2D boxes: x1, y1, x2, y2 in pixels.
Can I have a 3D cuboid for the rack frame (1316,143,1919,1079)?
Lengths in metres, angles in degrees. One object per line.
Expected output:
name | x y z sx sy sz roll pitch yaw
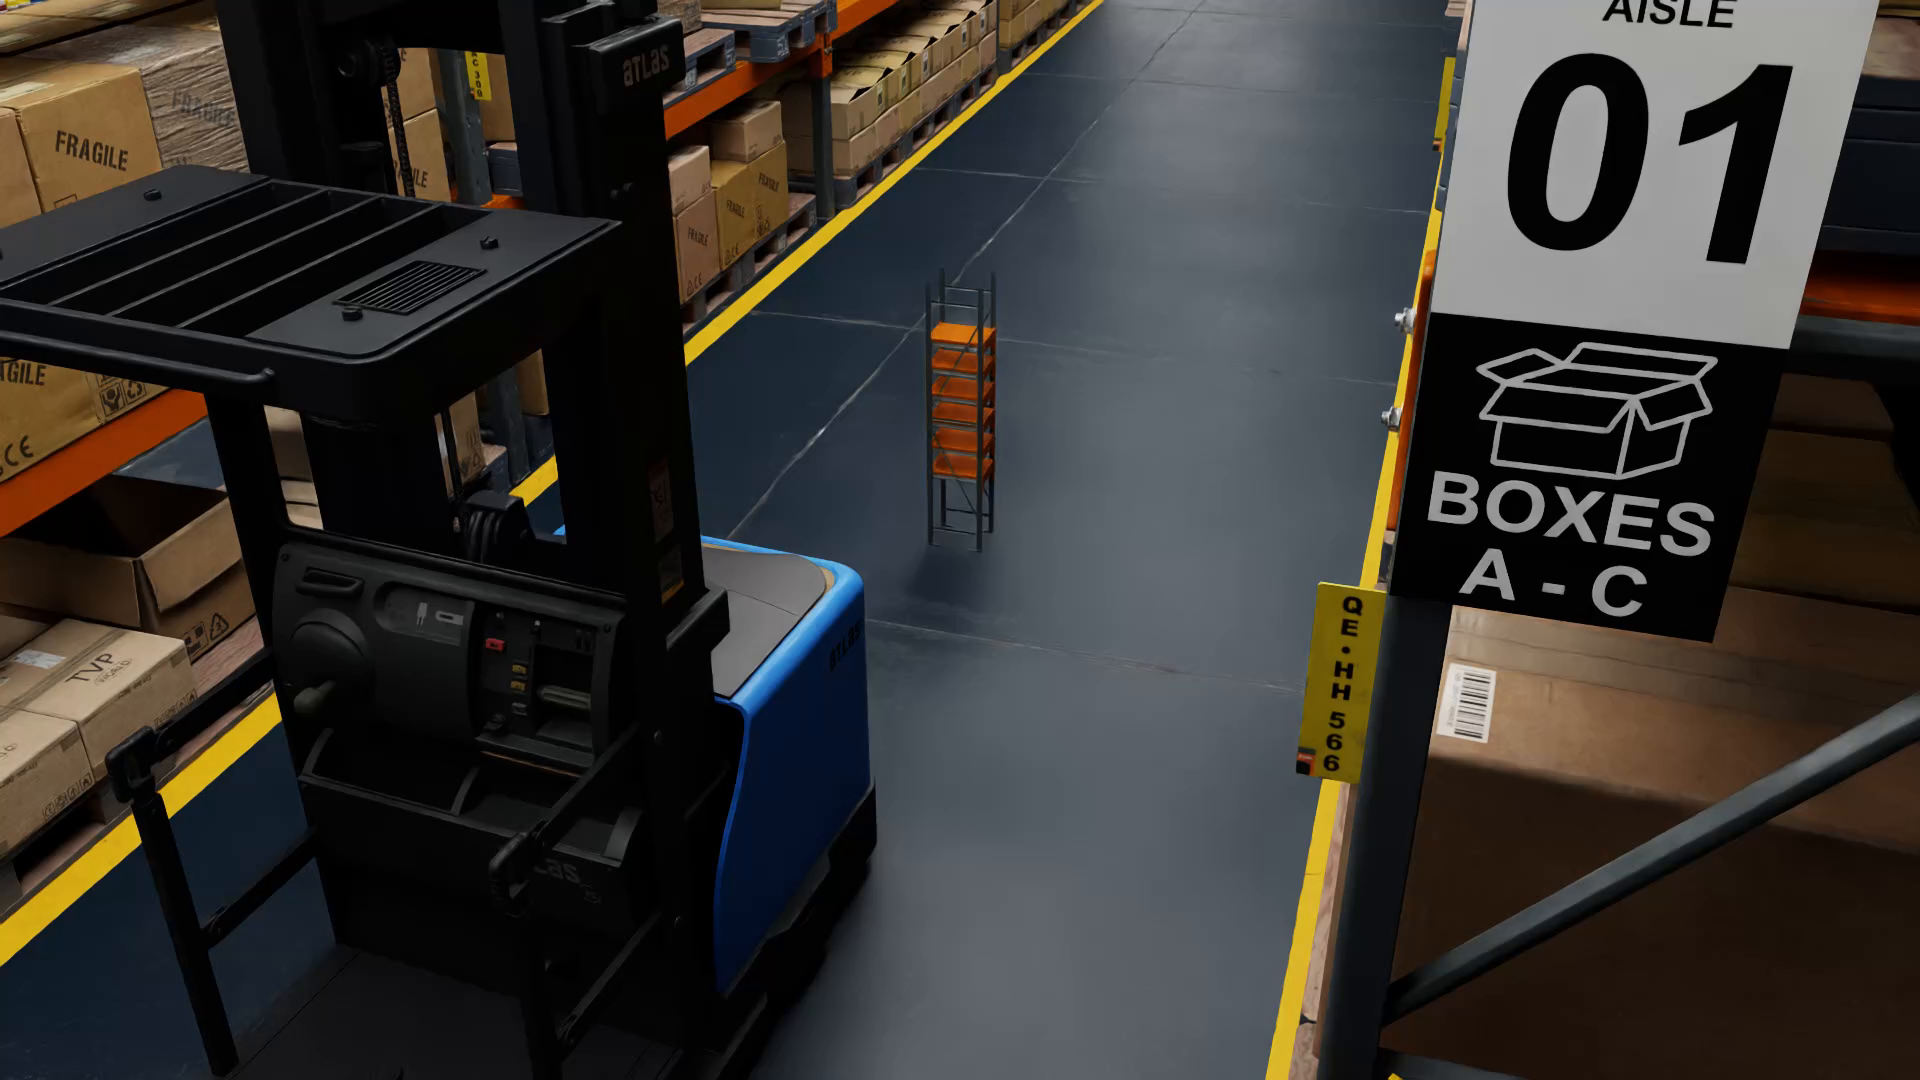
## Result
rack frame | 1.056 0.901 2.545 1.000 3.000 0.127 8 30 15

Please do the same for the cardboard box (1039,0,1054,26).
cardboard box | 0.571 -4.998 15.546 0.500 0.250 0.500 8 30 15

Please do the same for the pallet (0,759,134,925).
pallet | -3.425 1.008 5.220 1.003 0.211 1.213 8 30 15

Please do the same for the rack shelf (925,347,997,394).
rack shelf | 0.004 -0.702 6.875 0.258 0.103 0.180 8 30 15

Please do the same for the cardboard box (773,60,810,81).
cardboard box | -1.267 -3.270 11.862 0.500 0.311 0.500 8 30 14

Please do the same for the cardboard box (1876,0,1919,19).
cardboard box | 1.505 -0.876 2.273 0.500 0.250 0.500 10 31 17

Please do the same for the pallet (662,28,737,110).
pallet | -1.898 -2.534 8.917 1.003 0.211 1.213 8 30 15

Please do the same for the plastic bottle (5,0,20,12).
plastic bottle | -6.067 -3.465 10.598 0.097 0.201 0.097 0 29 0

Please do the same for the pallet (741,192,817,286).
pallet | -1.587 -1.962 10.560 1.003 0.211 1.213 8 30 15

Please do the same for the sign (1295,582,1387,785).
sign | 0.542 0.207 2.357 0.100 0.325 0.005 8 30 15

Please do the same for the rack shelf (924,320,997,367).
rack shelf | 0.004 -0.807 6.817 0.258 0.103 0.180 8 30 15

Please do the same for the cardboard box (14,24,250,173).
cardboard box | -2.703 -1.399 5.548 0.500 0.500 0.500 9 30 15

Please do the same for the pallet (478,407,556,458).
pallet | -2.303 -0.828 8.521 1.003 0.211 1.213 8 30 15

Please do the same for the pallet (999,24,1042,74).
pallet | 0.116 -4.526 15.169 1.003 0.211 1.213 8 30 15

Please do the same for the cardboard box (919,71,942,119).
cardboard box | -0.453 -3.420 12.709 0.500 0.250 0.500 9 30 16

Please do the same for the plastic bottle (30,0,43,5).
plastic bottle | -6.010 -3.586 10.744 0.097 0.271 0.097 0 29 0

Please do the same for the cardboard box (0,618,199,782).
cardboard box | -2.956 0.528 5.591 0.500 0.250 0.500 8 30 15

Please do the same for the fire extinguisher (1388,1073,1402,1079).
fire extinguisher | 0.571 1.102 2.647 0.296 0.674 0.183 8 30 15

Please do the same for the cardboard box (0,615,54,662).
cardboard box | -3.449 0.480 5.677 0.500 0.250 0.500 8 30 15

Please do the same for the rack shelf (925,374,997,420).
rack shelf | 0.004 -0.597 6.934 0.258 0.103 0.180 8 30 15

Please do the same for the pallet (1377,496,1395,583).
pallet | 2.385 -0.109 7.228 1.003 0.211 1.213 8 30 15

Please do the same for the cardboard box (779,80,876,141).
cardboard box | -0.898 -2.951 11.288 0.500 0.311 0.500 10 30 17

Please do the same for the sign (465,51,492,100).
sign | -1.985 -1.968 6.811 0.100 0.325 0.005 8 30 15

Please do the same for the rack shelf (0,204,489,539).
rack shelf | -3.093 -0.419 5.658 1.077 0.370 4.000 8 30 15

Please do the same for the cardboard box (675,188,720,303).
cardboard box | -1.682 -1.669 9.283 0.500 0.500 0.500 7 30 13

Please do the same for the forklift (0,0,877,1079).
forklift | -1.273 0.317 3.665 1.130 2.935 3.031 11 31 18

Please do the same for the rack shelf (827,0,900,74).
rack shelf | -0.745 -4.137 12.341 1.077 0.370 4.000 8 30 15

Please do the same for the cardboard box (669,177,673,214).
cardboard box | -1.838 -1.746 8.650 0.500 0.250 0.500 9 30 15

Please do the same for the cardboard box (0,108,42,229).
cardboard box | -3.000 -0.929 4.704 0.500 0.500 0.500 9 30 16

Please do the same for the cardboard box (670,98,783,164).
cardboard box | -1.395 -2.455 9.925 0.500 0.250 0.500 10 31 17

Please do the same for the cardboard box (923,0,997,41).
cardboard box | -0.003 -4.379 13.855 0.500 0.311 0.500 8 30 15

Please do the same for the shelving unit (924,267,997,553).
shelving unit | 0.004 -0.531 6.970 0.258 1.200 0.189 8 30 15

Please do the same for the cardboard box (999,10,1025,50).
cardboard box | 0.268 -4.535 14.713 0.500 0.250 0.500 8 30 15

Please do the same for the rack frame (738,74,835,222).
rack frame | -1.332 -3.522 10.496 1.000 3.000 0.127 8 30 15

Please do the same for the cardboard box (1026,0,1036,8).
cardboard box | 0.417 -5.095 14.948 0.500 0.500 0.500 8 30 15

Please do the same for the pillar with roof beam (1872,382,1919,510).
pillar with roof beam | -1.263 -3.745 4.726 9.100 9.000 0.400 8 30 15

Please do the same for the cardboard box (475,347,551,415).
cardboard box | -2.131 -0.953 7.997 0.500 0.500 0.500 7 30 13

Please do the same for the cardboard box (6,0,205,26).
cardboard box | -3.064 -1.725 6.134 0.500 0.500 0.500 8 30 13

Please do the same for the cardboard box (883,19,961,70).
cardboard box | -0.298 -3.905 13.003 0.500 0.311 0.500 8 30 15

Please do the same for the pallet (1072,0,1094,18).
pallet | 0.832 -5.660 17.207 1.003 0.211 1.213 8 30 15

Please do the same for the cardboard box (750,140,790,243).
cardboard box | -1.382 -2.154 10.155 0.500 0.500 0.500 10 31 17

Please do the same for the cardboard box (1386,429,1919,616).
cardboard box | 1.399 0.192 3.511 0.980 0.700 0.700 8 30 14

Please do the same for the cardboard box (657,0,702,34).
cardboard box | -1.860 -3.043 9.099 0.700 0.500 0.500 14 32 24

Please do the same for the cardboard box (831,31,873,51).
cardboard box | -0.967 -3.737 12.701 0.500 0.311 0.500 9 30 16

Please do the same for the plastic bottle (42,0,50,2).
plastic bottle | -5.982 -3.601 10.842 0.097 0.201 0.097 0 29 0

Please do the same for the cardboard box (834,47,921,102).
cardboard box | -0.600 -3.433 12.154 0.500 0.311 0.500 8 30 14

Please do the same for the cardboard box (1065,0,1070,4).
cardboard box | 0.861 -5.464 16.383 0.500 0.250 0.500 8 30 15

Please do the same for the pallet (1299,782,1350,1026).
pallet | 1.576 1.172 4.927 1.003 0.211 1.213 8 30 15

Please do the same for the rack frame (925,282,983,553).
rack frame | -0.023 -0.489 6.894 0.240 1.200 0.006 8 30 15

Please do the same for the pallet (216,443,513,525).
pallet | -2.709 -0.125 7.259 1.003 0.211 1.213 8 30 15

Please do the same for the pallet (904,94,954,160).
pallet | -0.693 -3.246 12.867 1.003 0.211 1.213 8 30 15

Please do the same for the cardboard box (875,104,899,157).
cardboard box | -0.751 -2.939 11.844 0.500 0.250 0.500 8 30 13

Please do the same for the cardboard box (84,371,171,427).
cardboard box | -2.853 -0.722 5.359 0.500 0.500 0.500 9 30 16

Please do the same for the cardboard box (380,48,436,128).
cardboard box | -2.407 -1.872 6.398 0.500 0.500 0.500 9 30 15

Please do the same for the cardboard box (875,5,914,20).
cardboard box | -0.669 -4.220 13.569 0.500 0.311 0.500 8 30 14

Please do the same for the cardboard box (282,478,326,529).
cardboard box | -2.622 -0.027 6.526 0.500 0.311 0.500 8 30 15

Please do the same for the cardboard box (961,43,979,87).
cardboard box | -0.153 -3.894 13.561 0.500 0.250 0.500 8 30 14
